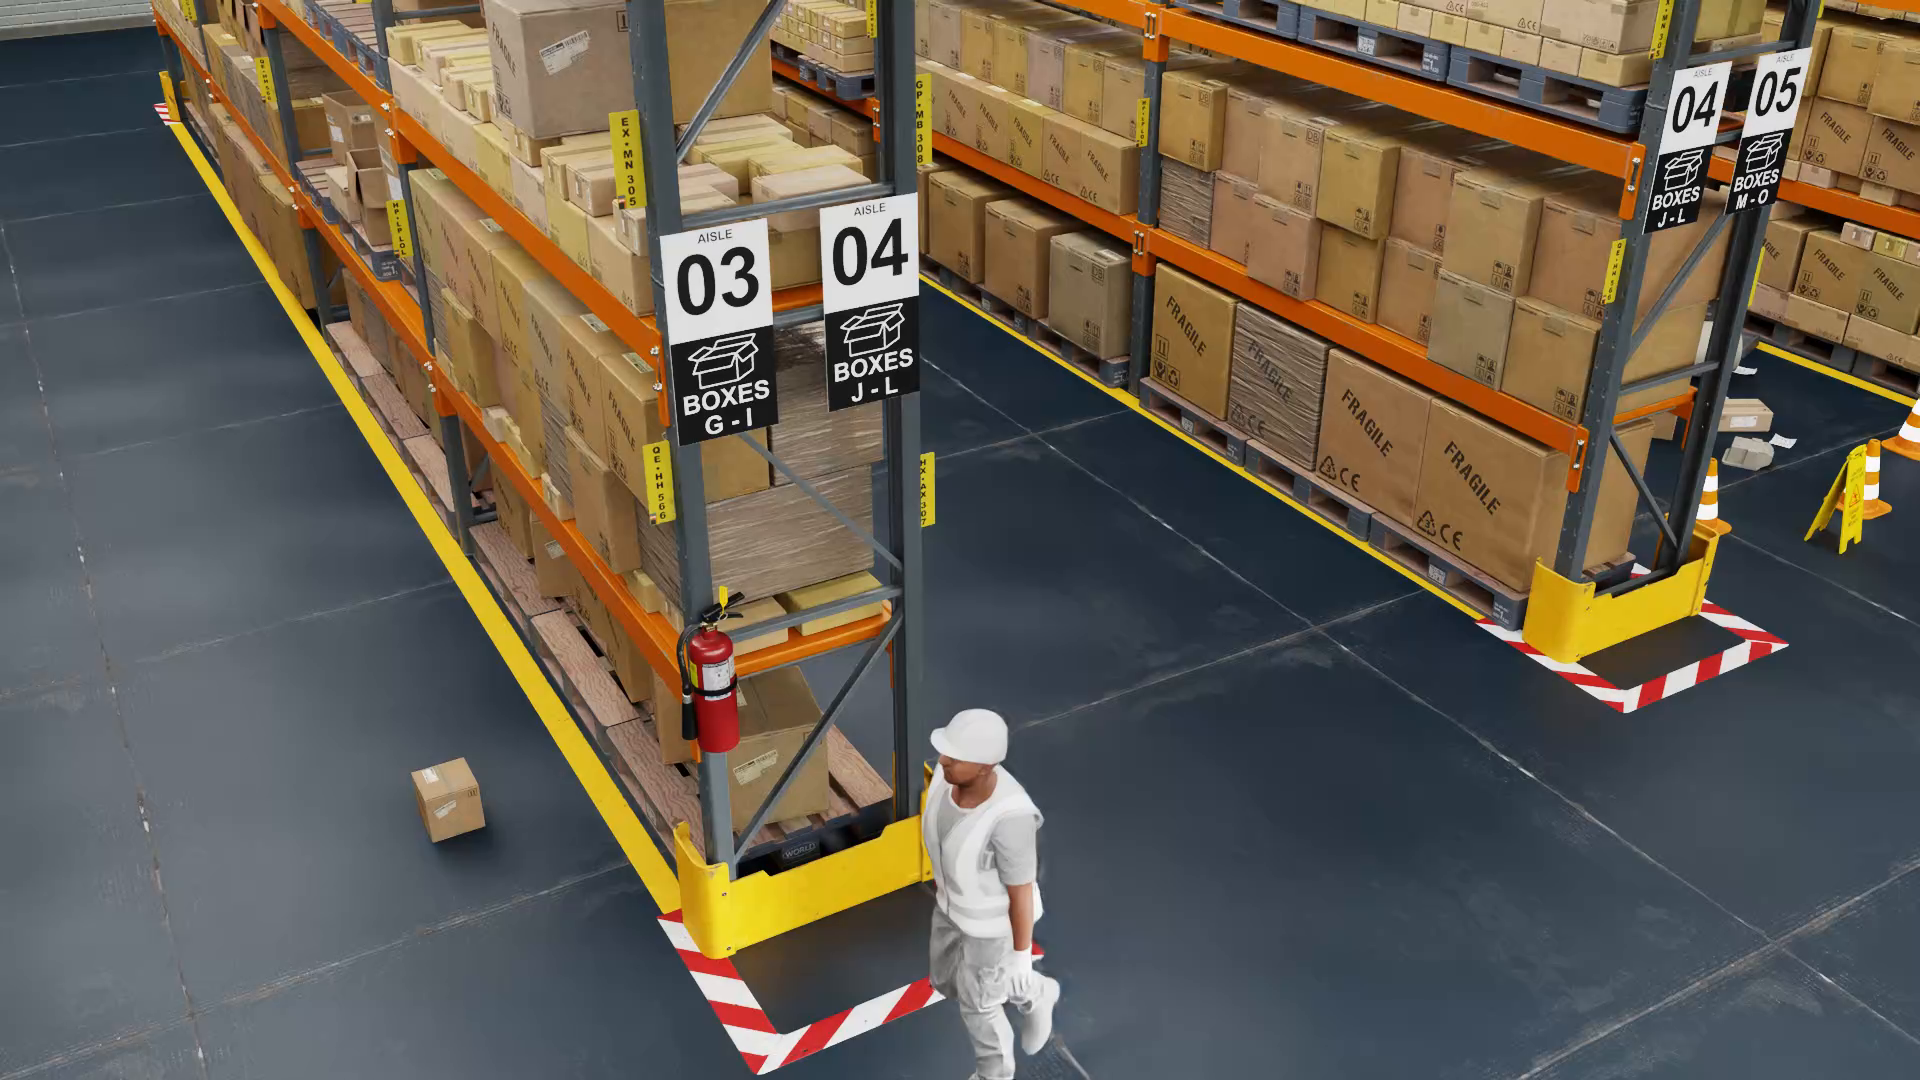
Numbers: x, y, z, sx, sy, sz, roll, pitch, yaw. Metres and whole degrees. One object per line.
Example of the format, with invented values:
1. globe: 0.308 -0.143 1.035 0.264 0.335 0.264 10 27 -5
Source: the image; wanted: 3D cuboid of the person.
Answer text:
1. person: 0.147 1.329 6.095 0.632 1.768 0.619 -16 32 -26
